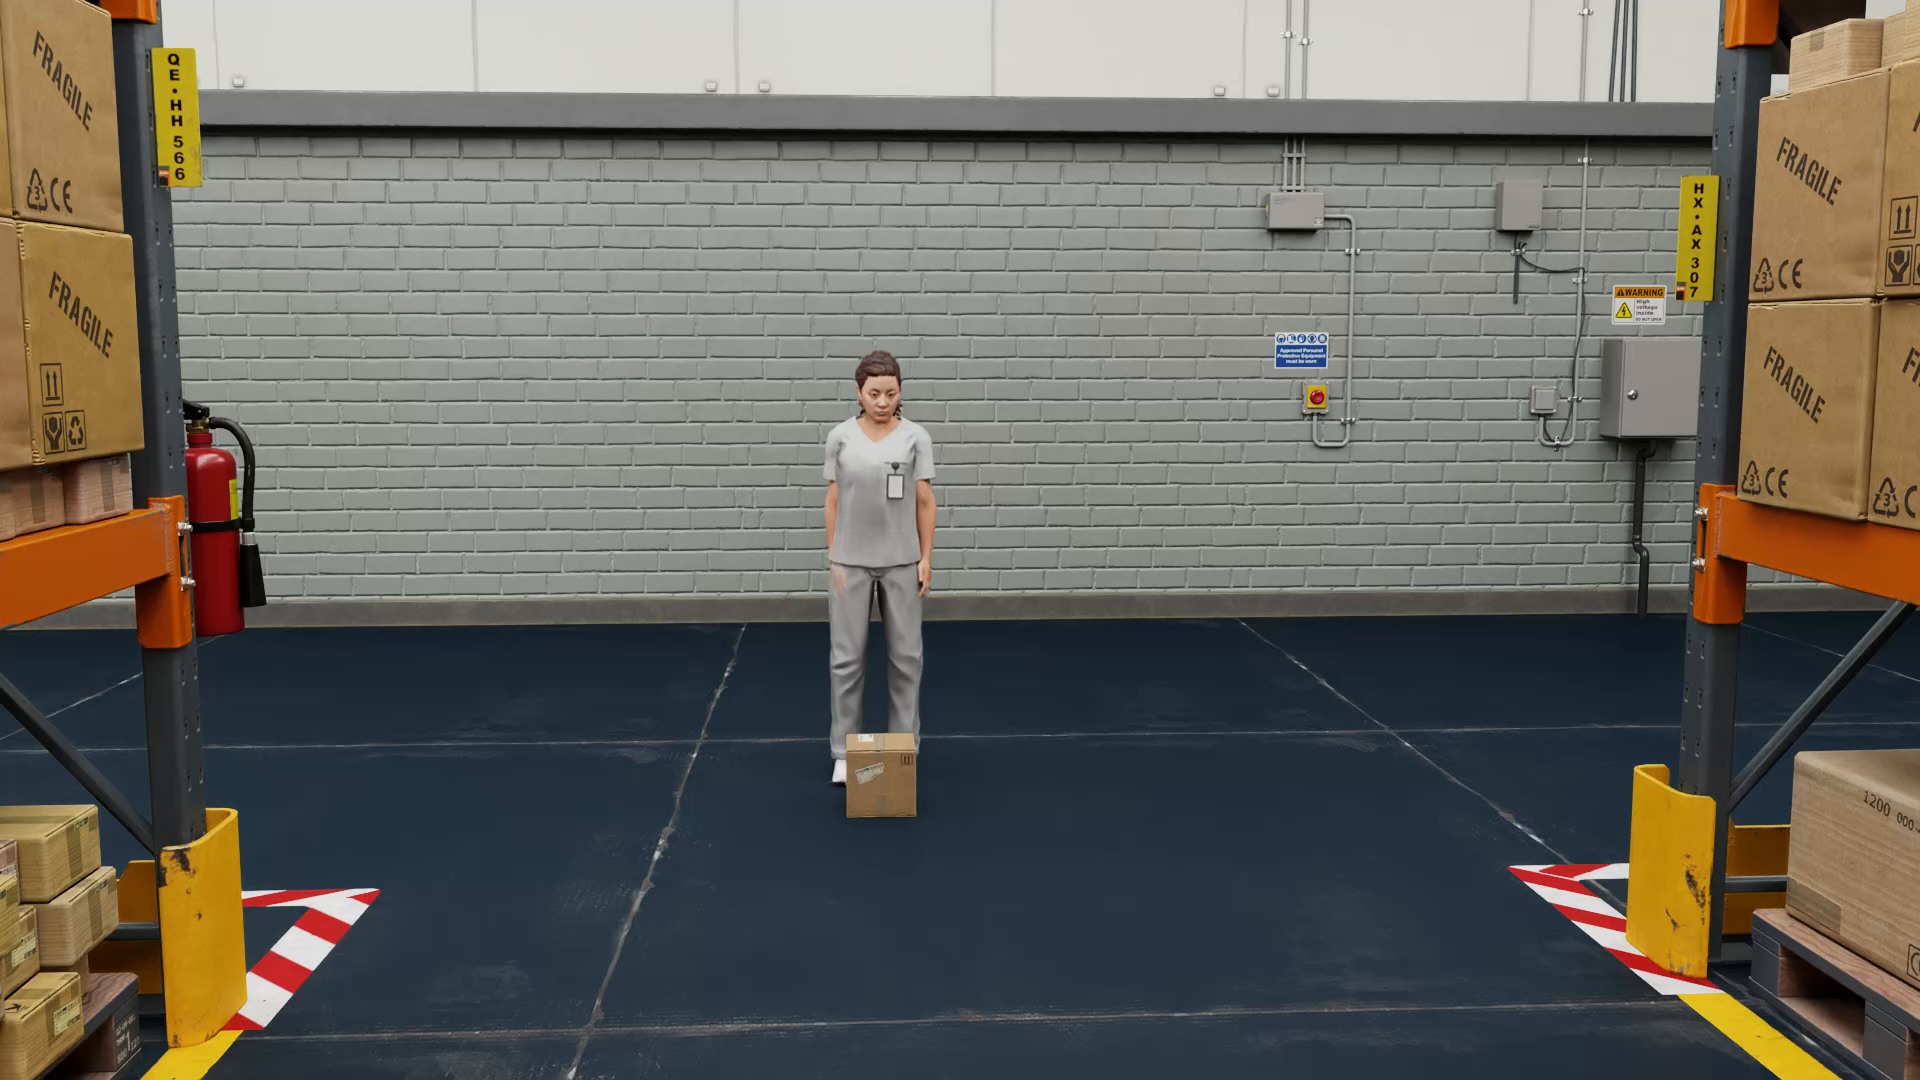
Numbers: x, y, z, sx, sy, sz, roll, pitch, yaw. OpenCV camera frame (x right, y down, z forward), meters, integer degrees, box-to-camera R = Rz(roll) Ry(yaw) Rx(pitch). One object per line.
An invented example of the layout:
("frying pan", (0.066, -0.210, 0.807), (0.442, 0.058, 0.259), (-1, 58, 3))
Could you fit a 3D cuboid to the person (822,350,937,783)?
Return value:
("person", (-0.310, 0.102, 6.466), (0.443, 1.669, 0.362), (0, 7, -3))
